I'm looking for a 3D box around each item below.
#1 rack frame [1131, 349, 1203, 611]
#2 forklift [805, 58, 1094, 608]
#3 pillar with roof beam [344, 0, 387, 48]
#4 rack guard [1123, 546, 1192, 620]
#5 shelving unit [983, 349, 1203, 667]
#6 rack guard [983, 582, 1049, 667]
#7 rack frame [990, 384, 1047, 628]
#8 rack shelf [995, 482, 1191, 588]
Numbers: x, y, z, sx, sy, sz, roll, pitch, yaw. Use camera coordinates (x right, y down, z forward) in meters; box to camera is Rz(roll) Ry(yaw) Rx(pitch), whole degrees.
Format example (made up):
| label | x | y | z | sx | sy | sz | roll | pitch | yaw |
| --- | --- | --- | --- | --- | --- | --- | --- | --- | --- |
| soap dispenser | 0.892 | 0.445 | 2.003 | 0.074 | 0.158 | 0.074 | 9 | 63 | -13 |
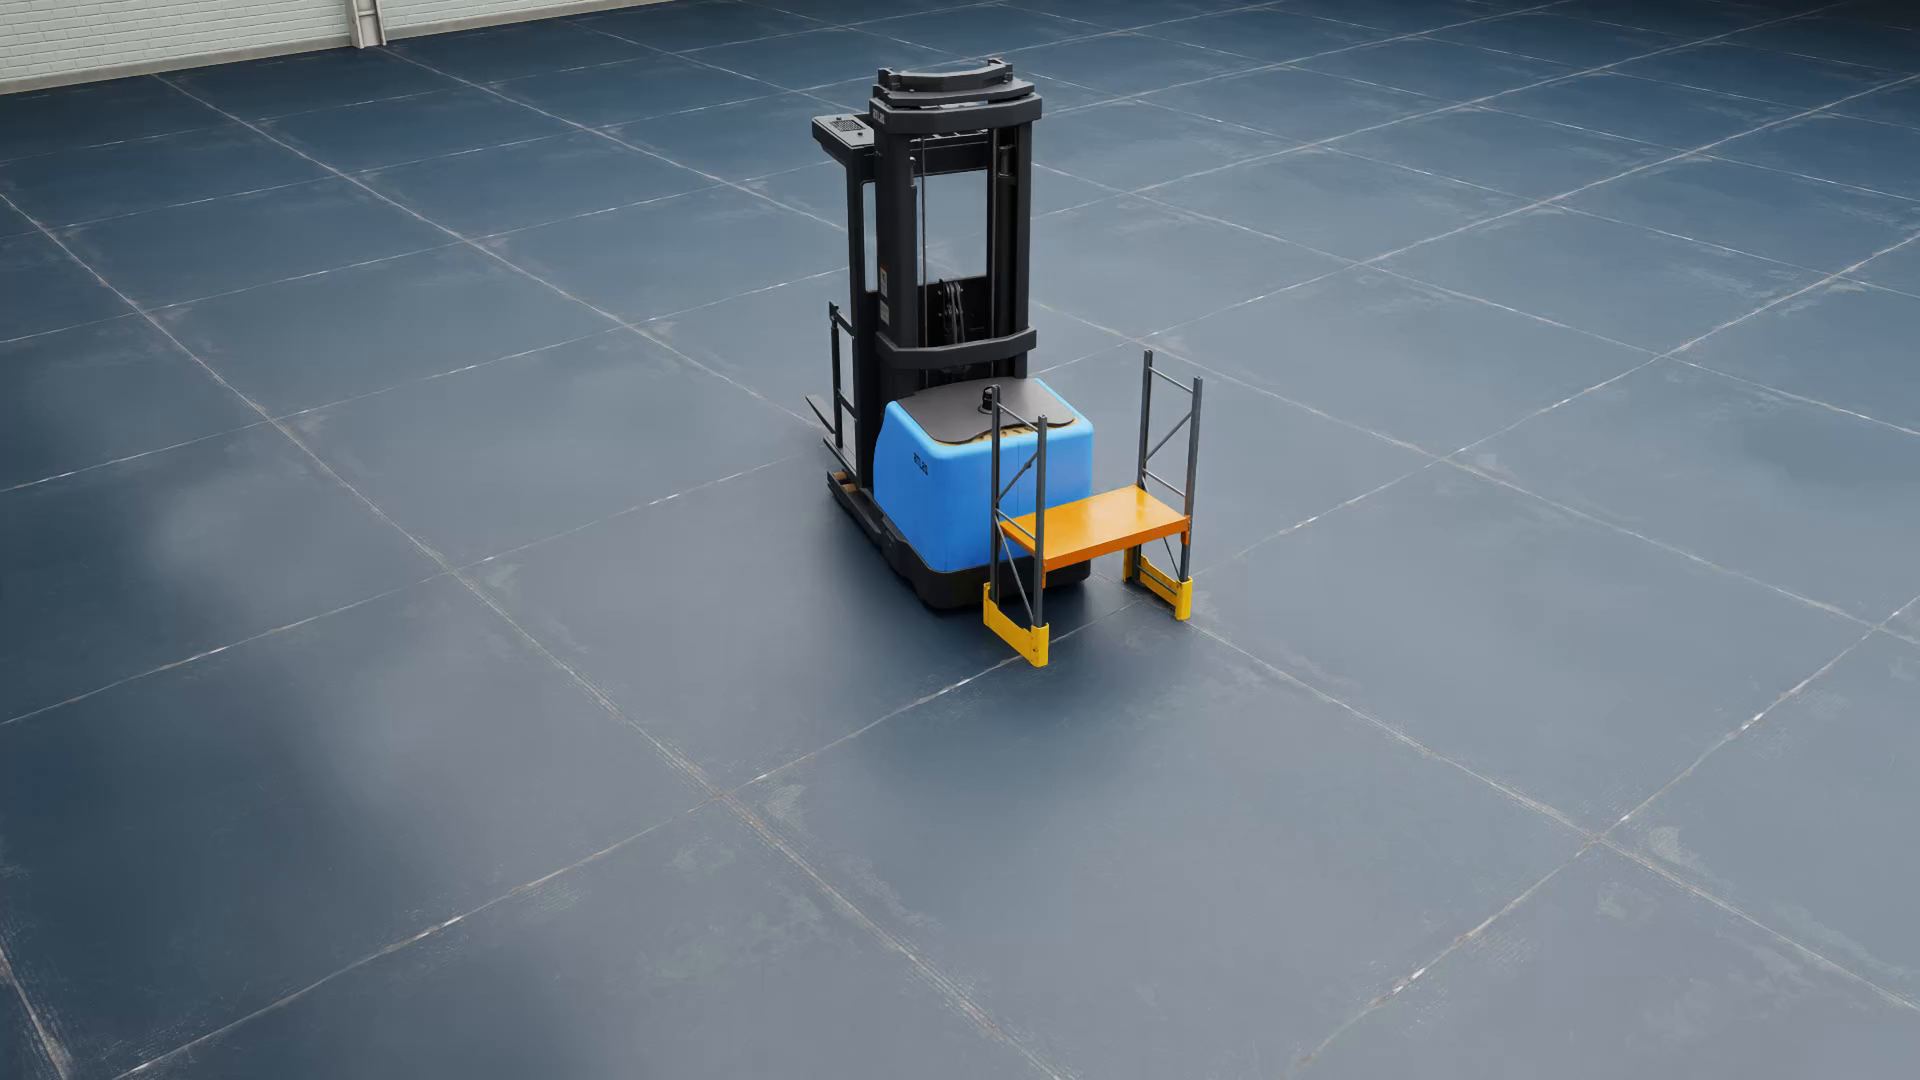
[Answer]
| label | x | y | z | sx | sy | sz | roll | pitch | yaw |
| --- | --- | --- | --- | --- | --- | --- | --- | --- | --- |
| rack frame | 1.188 | -0.321 | 9.617 | 0.032 | 1.500 | 0.500 | -16 | 32 | -27 |
| forklift | -0.240 | -1.567 | 10.431 | 1.130 | 2.935 | 3.031 | -11 | 30 | -20 |
| pillar with roof beam | -5.718 | -9.558 | 18.946 | 0.400 | 9.000 | 9.100 | -22 | 35 | -35 |
| rack guard | 1.171 | 0.235 | 9.903 | 0.087 | 0.250 | 0.587 | -16 | 32 | -27 |
| shelving unit | 0.743 | -0.196 | 9.384 | 1.083 | 1.500 | 0.587 | -16 | 32 | -27 |
| rack guard | 0.314 | 0.475 | 9.455 | 0.087 | 0.250 | 0.587 | -16 | 32 | -27 |
| rack frame | 0.313 | -0.076 | 9.160 | 0.032 | 1.500 | 0.500 | -16 | 32 | -27 |
| rack shelf | 0.750 | -0.040 | 9.473 | 1.000 | 0.185 | 0.538 | -16 | 32 | -27 |
